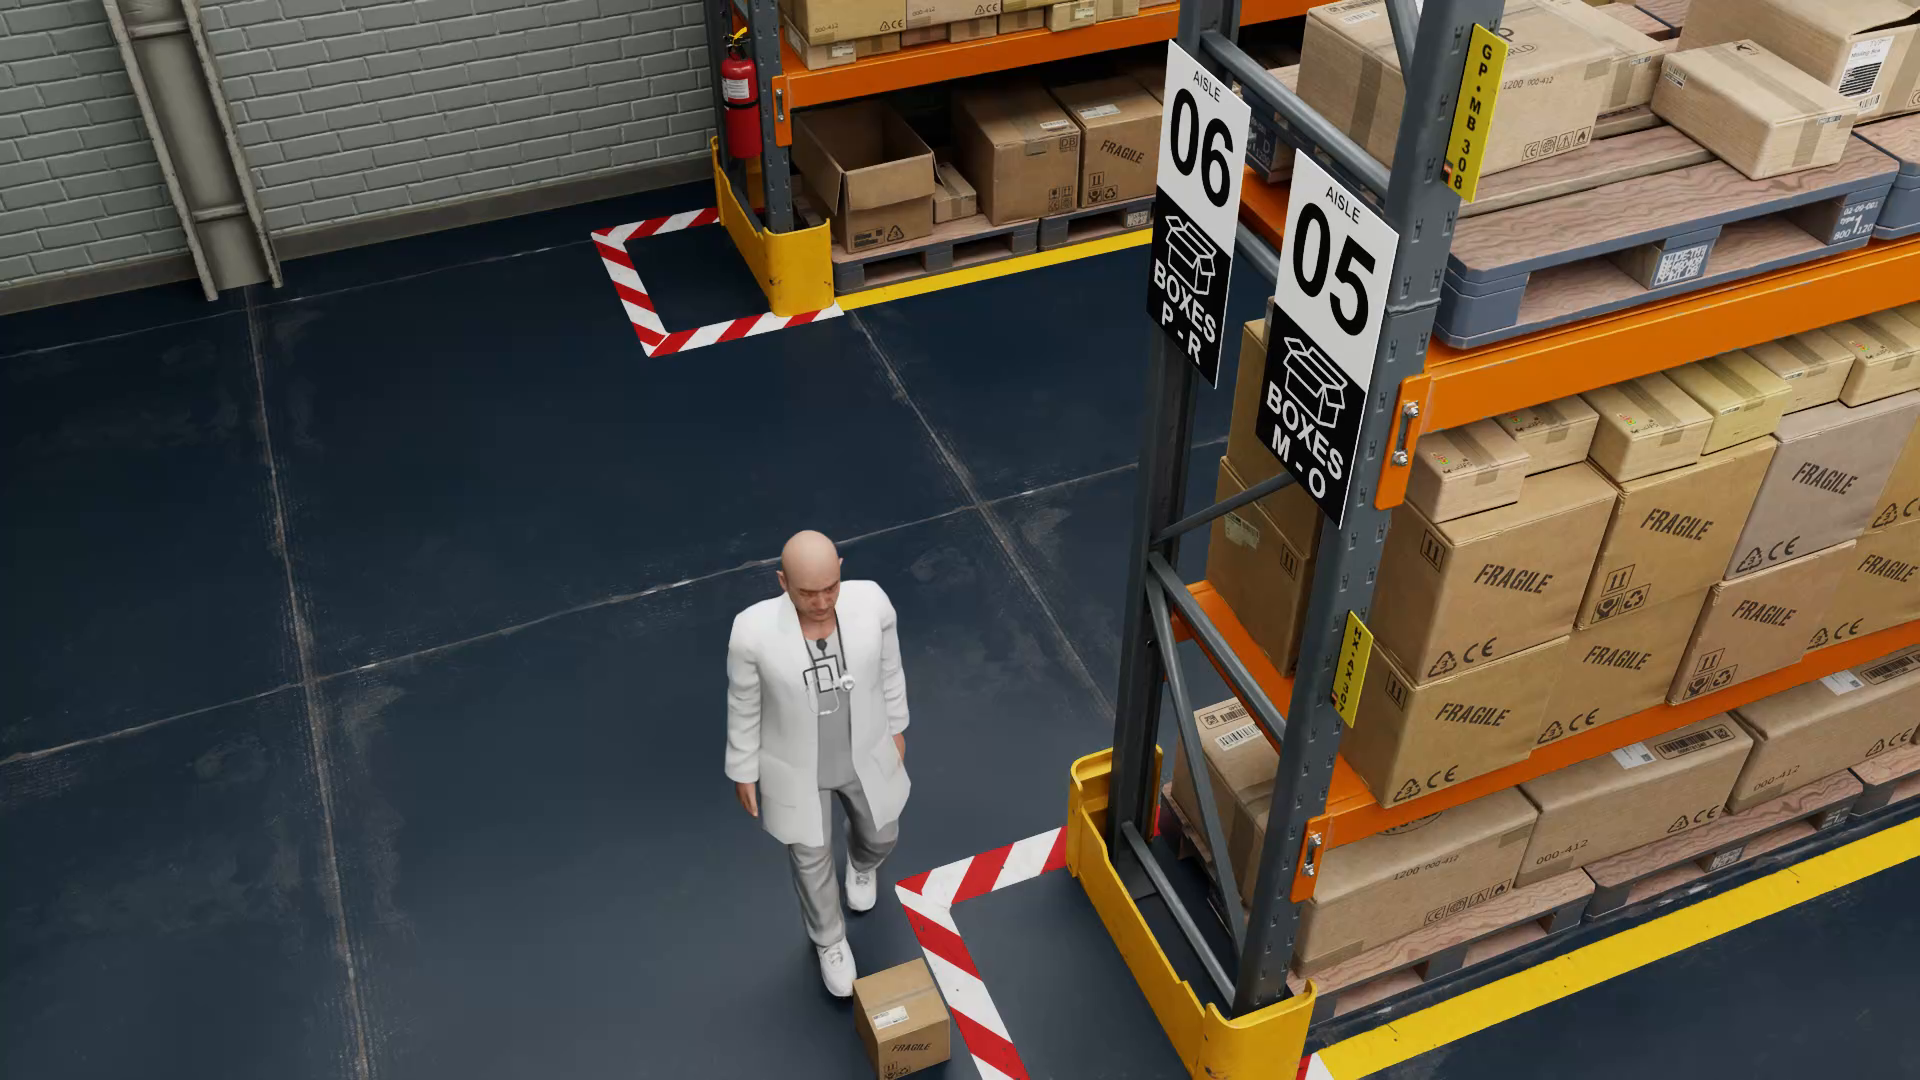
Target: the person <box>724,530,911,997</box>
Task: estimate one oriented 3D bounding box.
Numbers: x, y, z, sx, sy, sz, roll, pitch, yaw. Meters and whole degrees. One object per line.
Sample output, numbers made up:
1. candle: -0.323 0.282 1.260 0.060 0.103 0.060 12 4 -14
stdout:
1. person: -0.446 0.709 5.364 0.625 1.799 0.683 -12 43 -13
